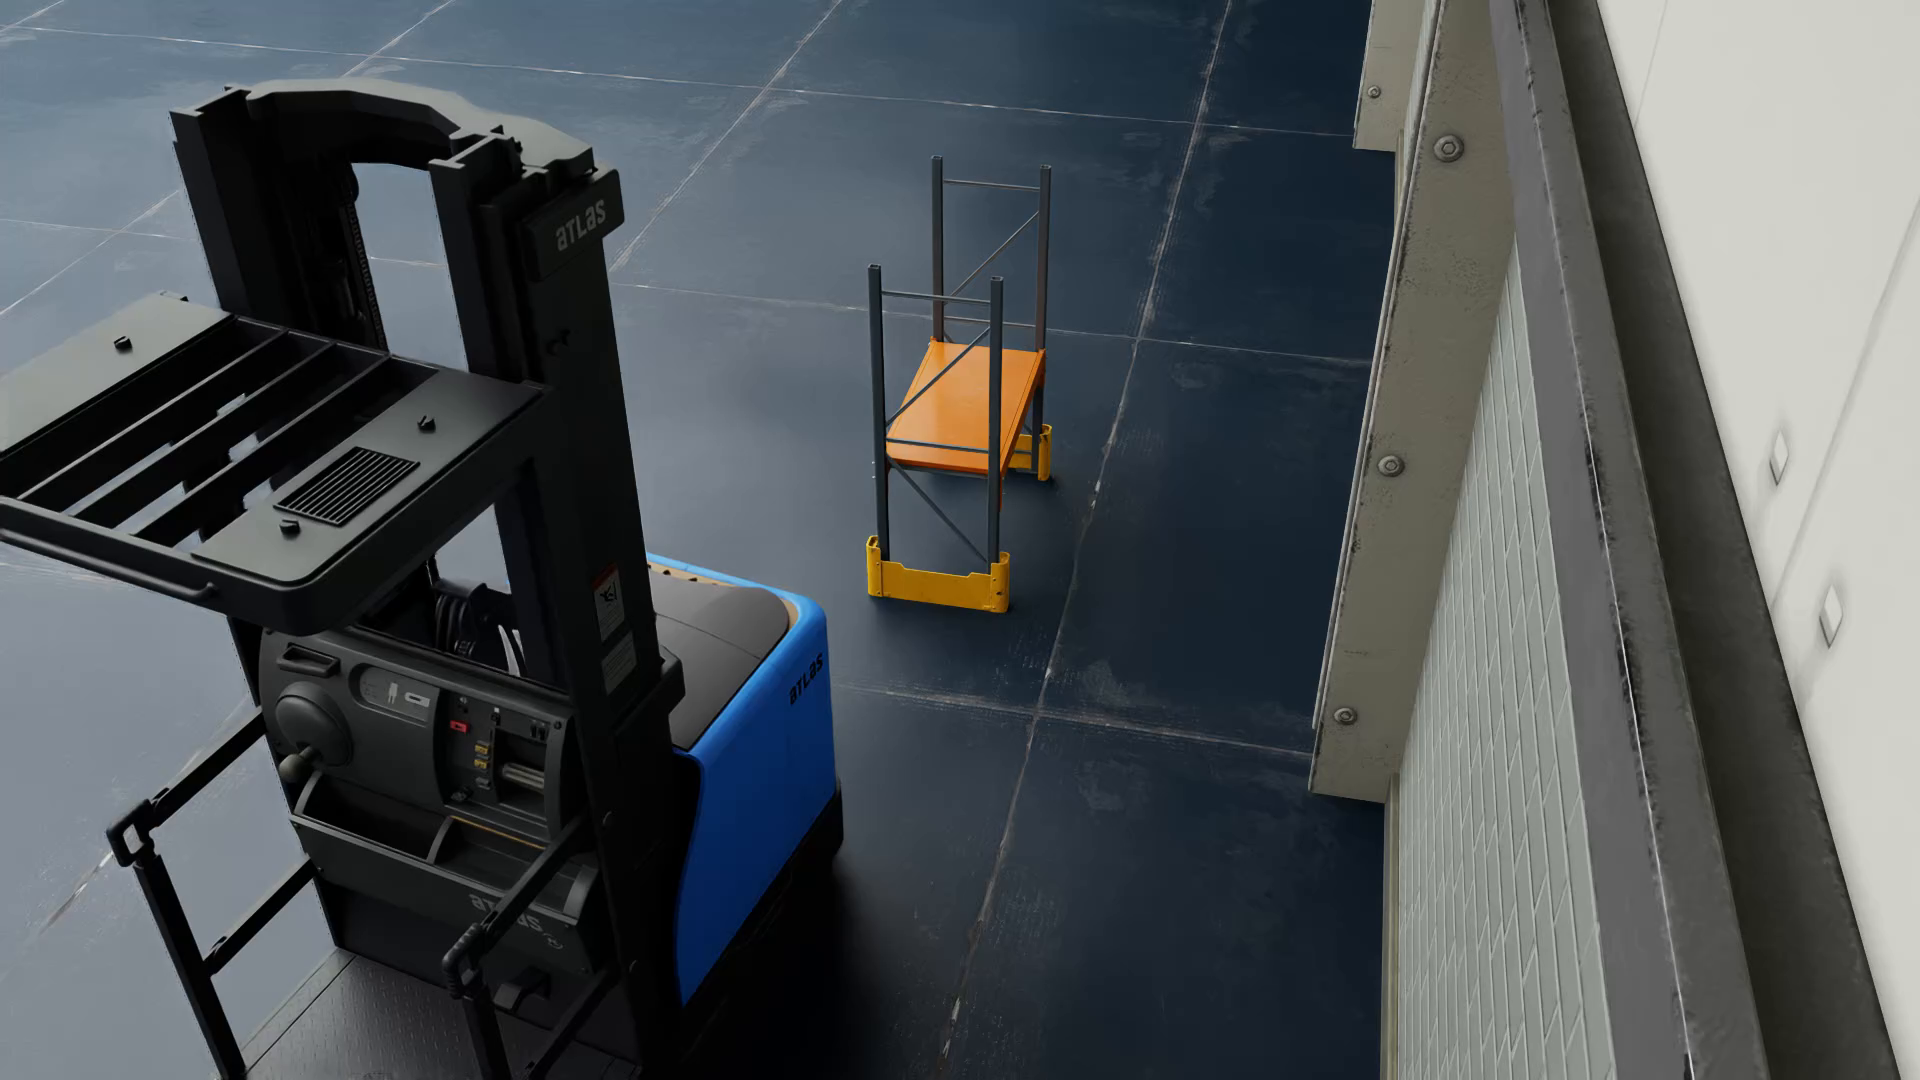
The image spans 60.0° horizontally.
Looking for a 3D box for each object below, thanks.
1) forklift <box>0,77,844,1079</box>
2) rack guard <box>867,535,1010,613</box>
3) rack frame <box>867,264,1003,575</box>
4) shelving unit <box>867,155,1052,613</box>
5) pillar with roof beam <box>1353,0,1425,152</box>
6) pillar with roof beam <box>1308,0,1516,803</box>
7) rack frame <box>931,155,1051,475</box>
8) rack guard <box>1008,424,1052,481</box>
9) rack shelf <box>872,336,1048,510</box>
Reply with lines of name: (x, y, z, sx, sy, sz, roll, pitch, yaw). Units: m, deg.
forklift: (-1.455, 0.550, 3.993, 1.130, 2.935, 3.031, 14, 38, 19)
rack guard: (-0.090, 0.141, 6.843, 0.587, 0.250, 0.087, 7, 37, 10)
rack frame: (-0.090, -0.365, 6.475, 0.500, 1.500, 0.032, 7, 37, 10)
shelving unit: (0.016, -0.651, 6.870, 0.587, 1.500, 1.083, 7, 37, 10)
pillar with roof beam: (-1.475, -6.810, 8.978, 9.100, 9.000, 0.400, 7, 37, 10)
pillar with roof beam: (-2.757, -3.370, 4.232, 9.100, 9.000, 0.400, 7, 37, 10)
rack frame: (0.127, -0.948, 7.279, 0.500, 1.500, 0.032, 7, 37, 10)
rack guard: (0.123, -0.430, 7.631, 0.587, 0.250, 0.087, 7, 37, 10)
rack shelf: (0.018, -0.511, 6.983, 0.538, 0.185, 1.000, 7, 37, 10)
